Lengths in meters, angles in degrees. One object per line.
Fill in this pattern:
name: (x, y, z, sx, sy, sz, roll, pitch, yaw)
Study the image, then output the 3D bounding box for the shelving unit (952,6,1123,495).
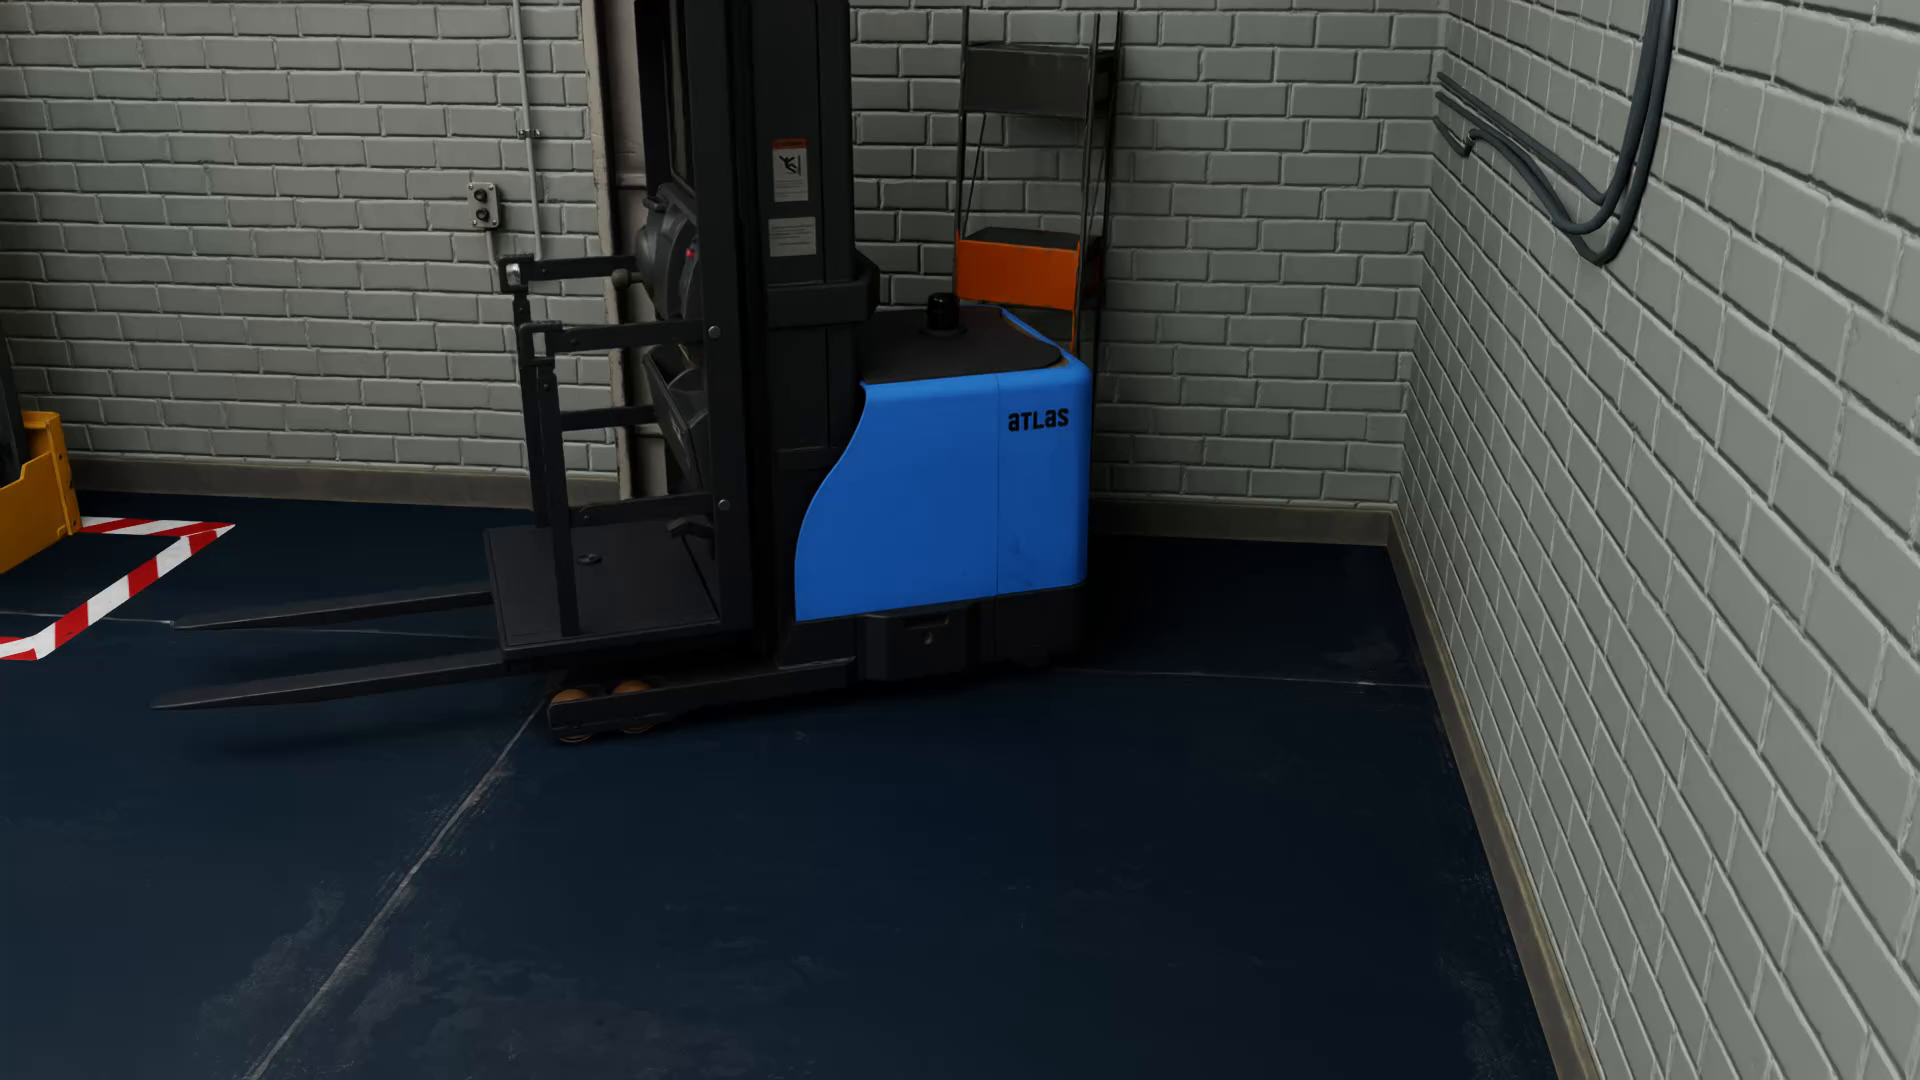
shelving unit: (0.269, -0.966, 6.469, 0.503, 2.100, 0.431, 8, 20, 16)

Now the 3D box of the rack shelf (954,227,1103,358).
rack shelf: (0.268, -0.953, 6.474, 0.480, 0.518, 0.431, 8, 20, 16)

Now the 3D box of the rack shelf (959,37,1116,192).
rack shelf: (0.296, -1.612, 6.239, 0.480, 0.518, 0.431, 8, 20, 16)

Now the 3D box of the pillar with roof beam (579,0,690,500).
pillar with roof beam: (-1.708, -2.673, 1.462, 0.400, 9.000, 9.100, 2, 22, 6)

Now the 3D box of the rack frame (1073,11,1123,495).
rack frame: (0.500, -0.931, 6.400, 0.015, 2.100, 0.400, 8, 20, 16)

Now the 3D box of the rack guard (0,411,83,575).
rack guard: (-3.961, -0.093, 6.494, 0.348, 0.500, 1.175, 2, 22, 6)

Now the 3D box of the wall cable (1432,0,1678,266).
wall cable: (1.590, -2.227, 4.556, 0.112, 2.526, 3.097, 2, 22, 6)

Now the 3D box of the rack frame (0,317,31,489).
rack frame: (-3.985, -1.256, 6.037, 0.127, 3.000, 1.000, 2, 22, 6)

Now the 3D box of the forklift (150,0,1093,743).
forklift: (-1.121, -0.934, 5.316, 3.031, 2.935, 1.130, -7, 23, -17)

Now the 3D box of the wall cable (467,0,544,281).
wall cable: (-2.602, -2.018, 6.584, 1.851, 1.984, 0.084, 2, 22, 6)

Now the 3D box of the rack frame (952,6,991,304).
rack frame: (0.037, -1.000, 6.538, 0.015, 2.100, 0.400, 8, 20, 16)
